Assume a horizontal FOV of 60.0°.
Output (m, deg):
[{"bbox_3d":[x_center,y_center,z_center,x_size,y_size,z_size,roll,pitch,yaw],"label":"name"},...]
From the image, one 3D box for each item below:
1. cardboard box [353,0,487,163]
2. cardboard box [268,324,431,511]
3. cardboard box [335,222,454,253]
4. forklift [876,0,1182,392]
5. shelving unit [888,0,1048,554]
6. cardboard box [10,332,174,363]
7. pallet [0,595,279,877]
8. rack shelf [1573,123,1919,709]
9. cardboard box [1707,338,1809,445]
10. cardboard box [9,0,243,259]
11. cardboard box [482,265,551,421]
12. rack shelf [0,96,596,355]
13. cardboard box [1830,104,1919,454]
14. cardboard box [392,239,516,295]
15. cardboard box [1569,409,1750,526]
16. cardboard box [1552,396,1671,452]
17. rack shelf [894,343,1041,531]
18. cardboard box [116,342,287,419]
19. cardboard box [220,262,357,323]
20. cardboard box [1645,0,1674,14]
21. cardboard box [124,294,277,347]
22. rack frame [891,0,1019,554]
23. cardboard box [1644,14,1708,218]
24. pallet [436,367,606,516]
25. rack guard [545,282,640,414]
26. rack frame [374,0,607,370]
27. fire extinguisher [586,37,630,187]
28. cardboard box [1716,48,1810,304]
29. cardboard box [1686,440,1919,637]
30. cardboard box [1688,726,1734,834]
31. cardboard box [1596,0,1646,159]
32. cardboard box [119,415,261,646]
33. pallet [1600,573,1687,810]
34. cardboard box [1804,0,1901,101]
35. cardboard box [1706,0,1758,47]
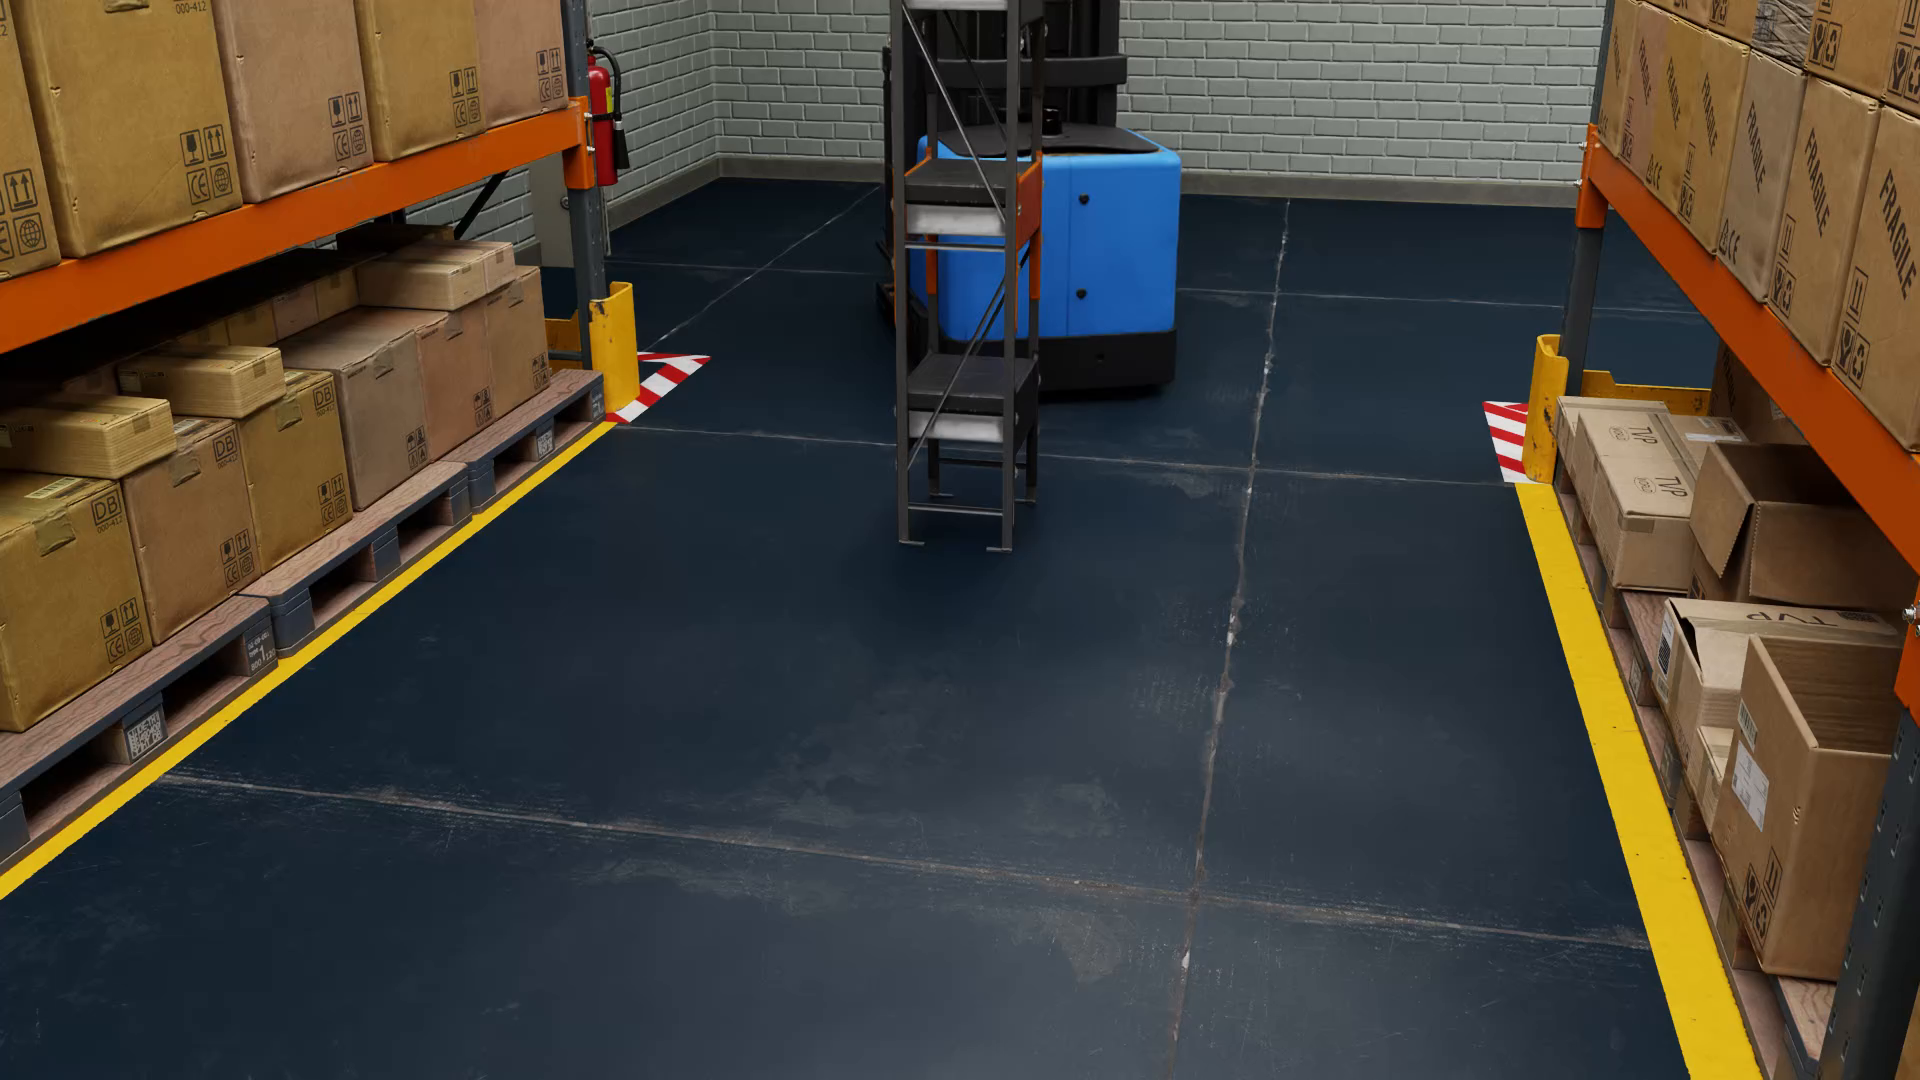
[{"bbox_3d":[-2.269,-1.719,5.704,0.980,0.700,0.700,4,22,10],"label":"cardboard box"},{"bbox_3d":[-2.286,-0.438,5.711,0.700,0.500,0.500,4,22,9],"label":"cardboard box"},{"bbox_3d":[-2.252,-1.167,6.652,0.380,0.149,0.250,5,22,11],"label":"cardboard box"},{"bbox_3d":[0.172,-2.505,8.150,1.130,2.935,3.031,-4,22,-10],"label":"forklift"},{"bbox_3d":[0.034,-1.035,5.612,0.431,2.100,0.503,4,22,11],"label":"shelving unit"},{"bbox_3d":[-2.613,-0.516,5.036,0.380,0.149,0.250,5,22,11],"label":"cardboard box"},{"bbox_3d":[-2.622,0.450,4.453,1.003,0.211,1.213,4,22,11],"label":"pallet"},{"bbox_3d":[2.405,-0.592,4.272,1.077,0.370,4.000,4,22,11],"label":"rack shelf"},{"bbox_3d":[2.943,-0.484,5.798,0.500,0.500,0.500,4,22,11],"label":"cardboard box"},{"bbox_3d":[-2.572,-1.174,4.351,0.980,0.700,0.700,4,22,10],"label":"cardboard box"},{"bbox_3d":[-2.082,-0.805,6.622,0.700,0.500,0.500,4,22,11],"label":"cardboard box"},{"bbox_3d":[-2.445,-0.969,5.207,1.077,0.370,4.000,4,22,11],"label":"rack shelf"},{"bbox_3d":[1.848,-0.443,2.806,0.500,0.500,0.500,5,22,12],"label":"cardboard box"},{"bbox_3d":[-1.930,-1.046,6.350,0.380,0.149,0.250,4,22,10],"label":"cardboard box"},{"bbox_3d":[2.322,-0.226,5.491,0.500,0.250,0.500,4,22,11],"label":"cardboard box"},{"bbox_3d":[2.391,-0.412,6.089,0.380,0.149,0.250,4,22,11],"label":"cardboard box"},{"bbox_3d":[0.034,-0.373,5.878,0.431,0.518,0.480,4,22,11],"label":"rack shelf"},{"bbox_3d":[-2.246,-0.475,4.933,0.380,0.149,0.250,4,22,9],"label":"cardboard box"},{"bbox_3d":[-2.407,-0.891,5.965,0.380,0.149,0.250,5,22,11],"label":"cardboard box"},{"bbox_3d":[2.365,-1.834,4.919,0.500,0.500,0.500,5,22,11],"label":"cardboard box"},{"bbox_3d":[-2.509,-0.704,5.501,0.380,0.149,0.250,5,22,11],"label":"cardboard box"},{"bbox_3d":[-0.016,-0.945,5.390,0.400,2.100,0.015,4,22,11],"label":"rack frame"},{"bbox_3d":[2.259,-1.189,4.658,0.500,0.500,0.500,4,22,11],"label":"cardboard box"},{"bbox_3d":[-2.124,-0.442,6.668,1.003,0.211,1.213,4,22,11],"label":"pallet"},{"bbox_3d":[-2.032,-0.883,7.377,1.175,0.500,0.348,4,22,11],"label":"rack guard"},{"bbox_3d":[-2.037,-2.034,6.888,1.000,3.000,0.127,4,22,11],"label":"rack frame"},{"bbox_3d":[-1.555,-1.845,7.022,0.296,0.674,0.183,4,22,11],"label":"fire extinguisher"},{"bbox_3d":[2.054,-0.820,3.741,0.500,0.500,0.500,5,22,12],"label":"cardboard box"},{"bbox_3d":[2.375,0.072,4.413,0.797,0.503,0.637,4,22,11],"label":"cardboard box"},{"bbox_3d":[1.853,0.552,3.695,0.380,0.149,0.250,4,22,11],"label":"cardboard box"},{"bbox_3d":[2.464,-1.562,5.582,0.500,0.500,0.500,5,22,12],"label":"cardboard box"},{"bbox_3d":[-2.495,-0.055,4.760,0.700,0.500,0.500,4,22,10],"label":"cardboard box"},{"bbox_3d":[2.385,0.400,4.577,1.003,0.211,1.213,4,22,11],"label":"pallet"},{"bbox_3d":[1.948,-1.097,3.090,0.500,0.500,0.500,4,22,10],"label":"cardboard box"},{"bbox_3d":[2.155,-1.465,4.005,0.500,0.500,0.500,4,22,10],"label":"cardboard box"}]
